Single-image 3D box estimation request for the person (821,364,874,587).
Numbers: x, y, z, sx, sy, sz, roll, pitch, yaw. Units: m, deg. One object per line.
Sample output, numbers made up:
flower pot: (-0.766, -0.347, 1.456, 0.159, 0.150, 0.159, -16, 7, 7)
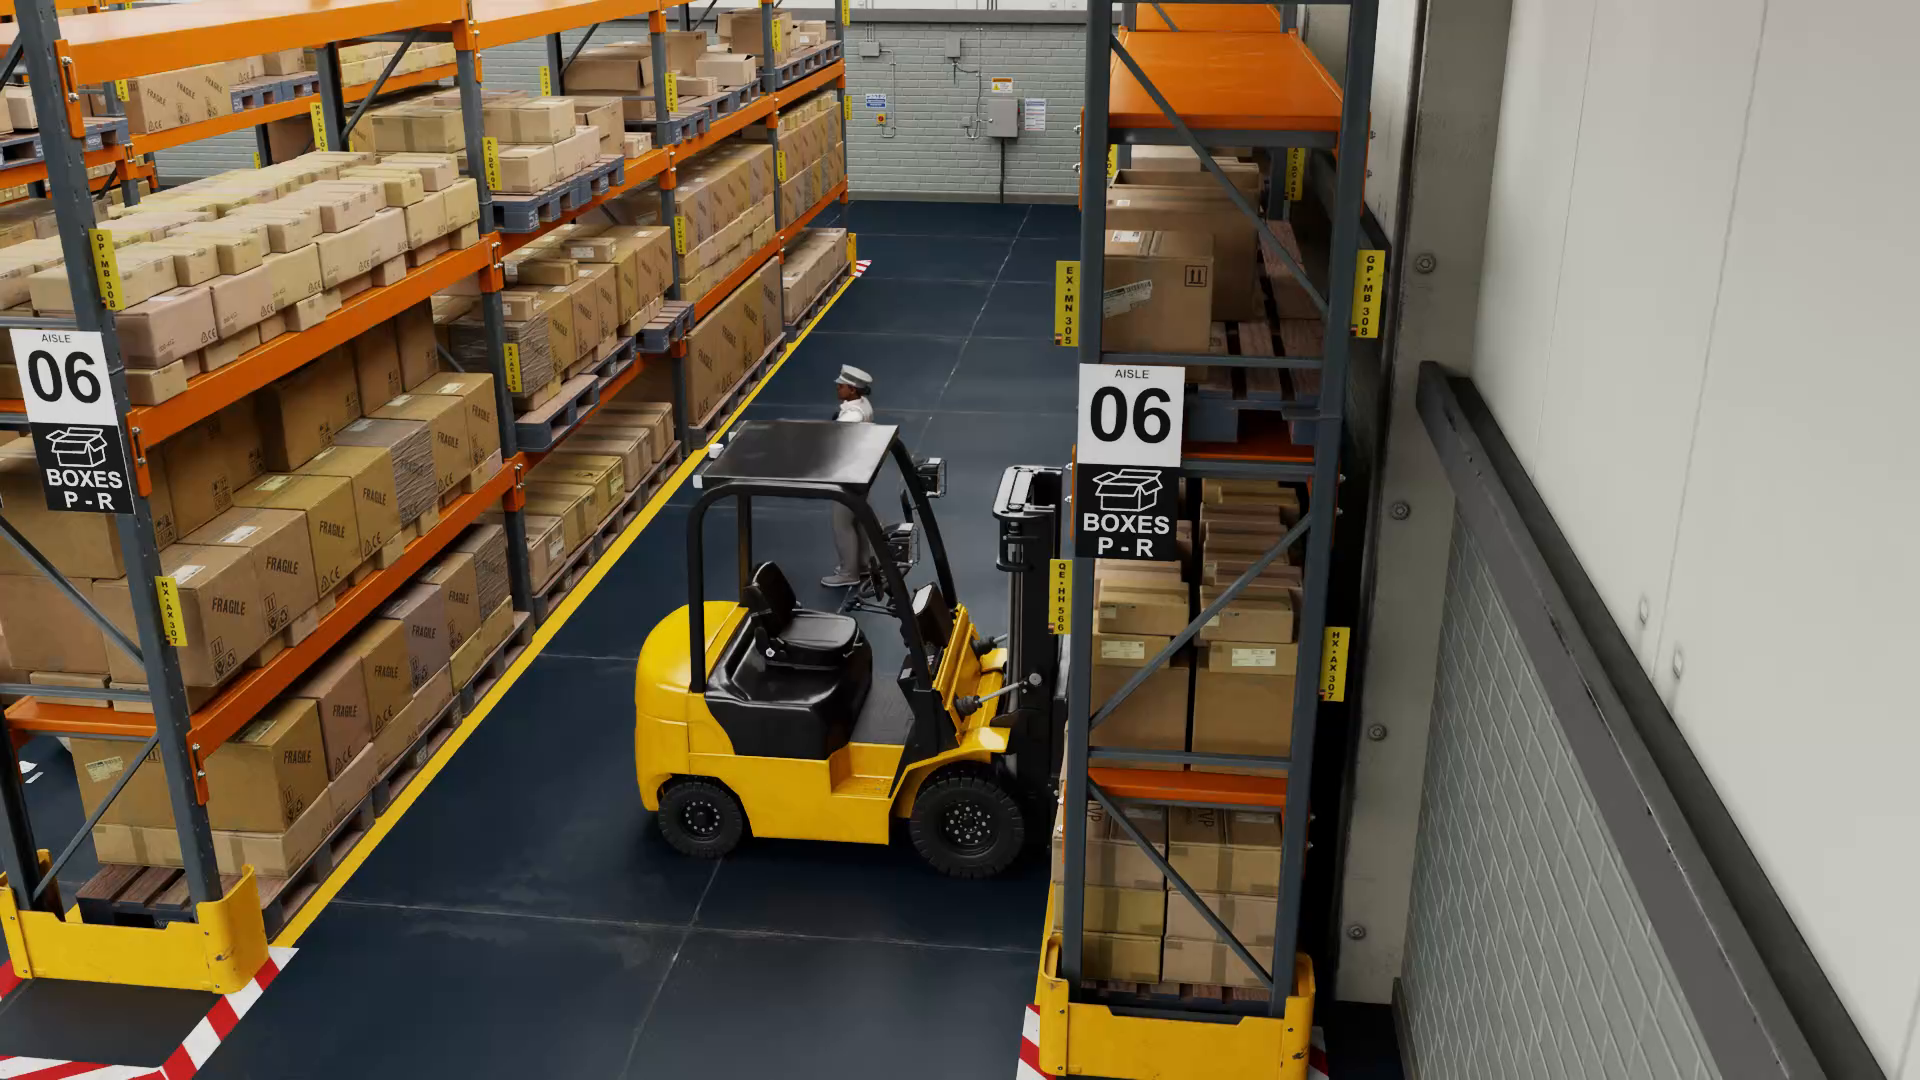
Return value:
person: (-0.883, -0.485, 12.296, 0.510, 1.691, 0.449, 3, 21, 7)
